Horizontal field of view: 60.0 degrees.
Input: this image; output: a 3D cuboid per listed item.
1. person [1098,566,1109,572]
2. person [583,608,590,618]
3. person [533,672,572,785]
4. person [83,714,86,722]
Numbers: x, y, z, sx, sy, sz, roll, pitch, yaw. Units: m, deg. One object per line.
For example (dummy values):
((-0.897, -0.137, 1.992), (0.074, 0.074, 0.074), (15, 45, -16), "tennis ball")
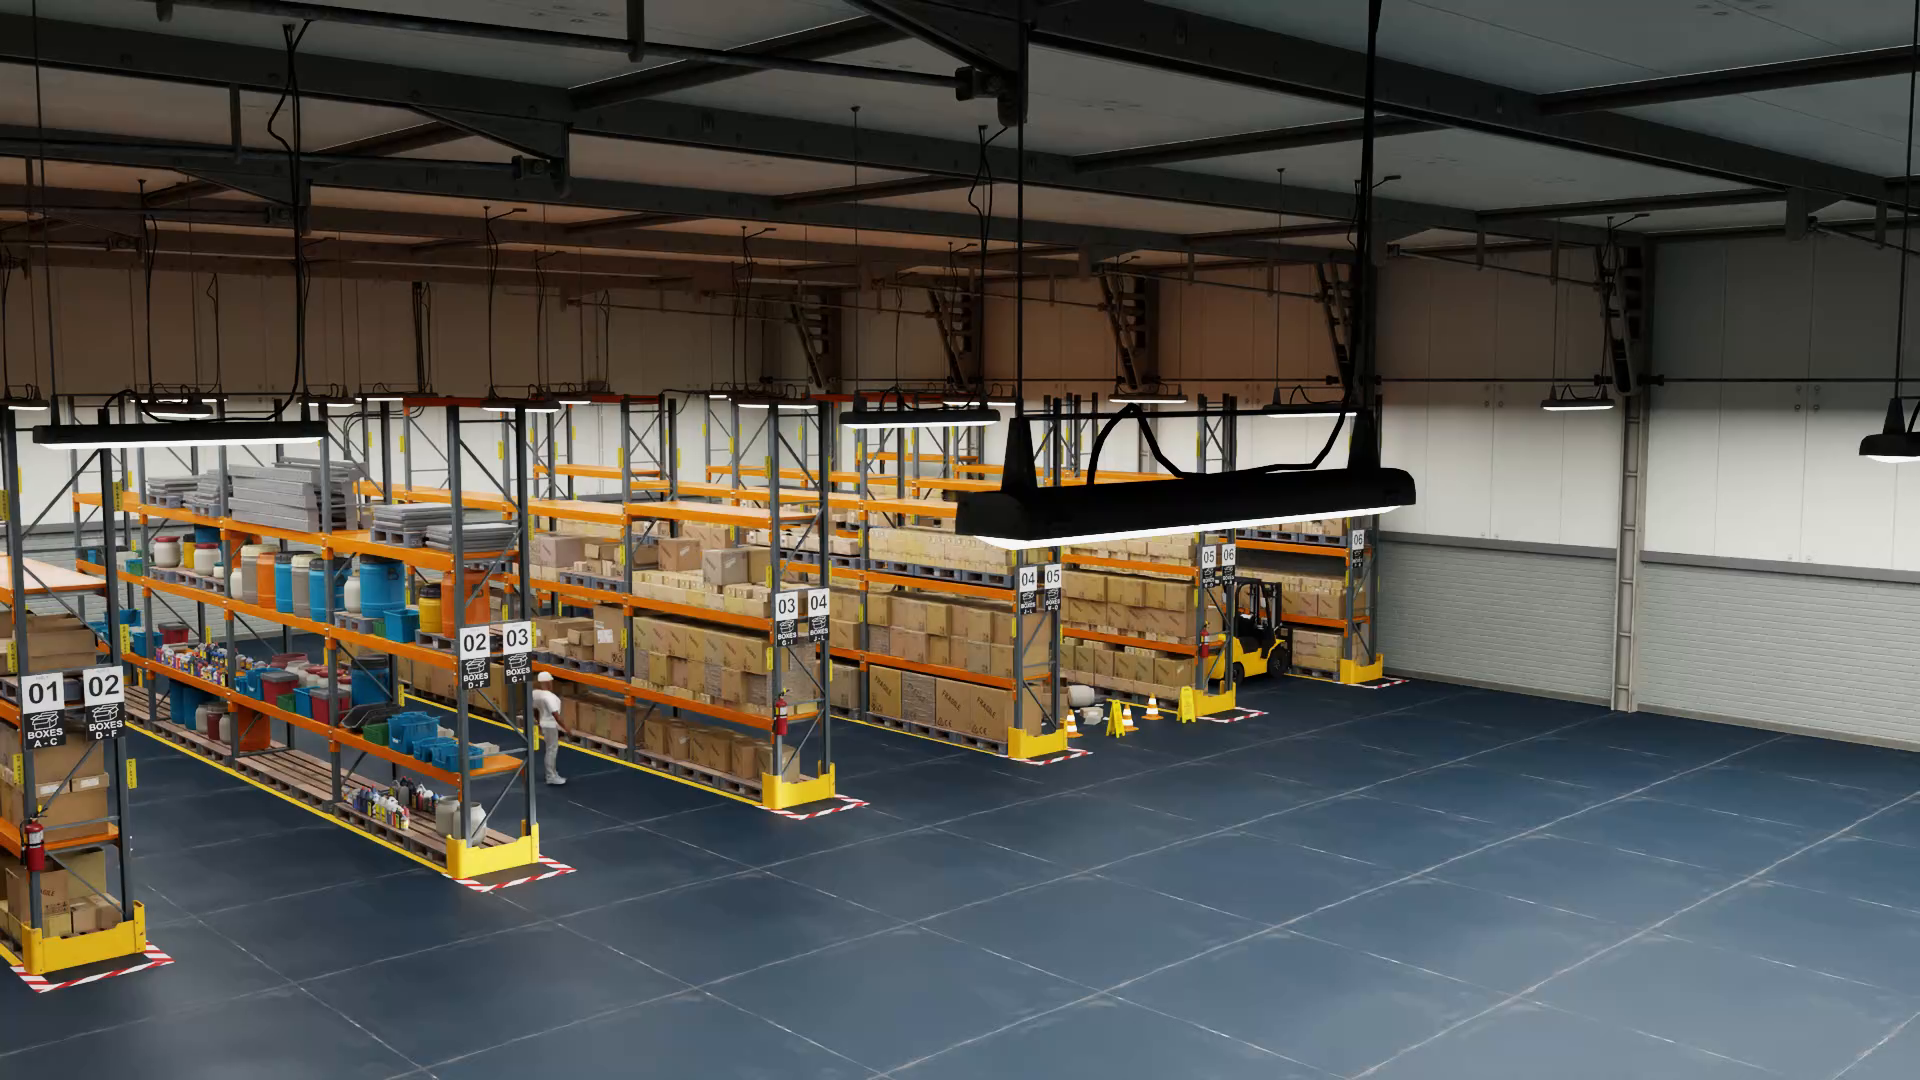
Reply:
((3.184, 1.501, 38.055), (0.670, 1.856, 0.605), (4, 7, 35), "person")
((-9.835, 1.251, 44.023), (0.477, 1.628, 0.486), (1, 6, 14), "person")
((-6.393, 2.943, 26.082), (0.592, 1.797, 0.653), (-1, 6, -15), "person")
((-13.691, 2.998, 26.236), (0.459, 1.624, 0.355), (4, 7, 36), "person")
